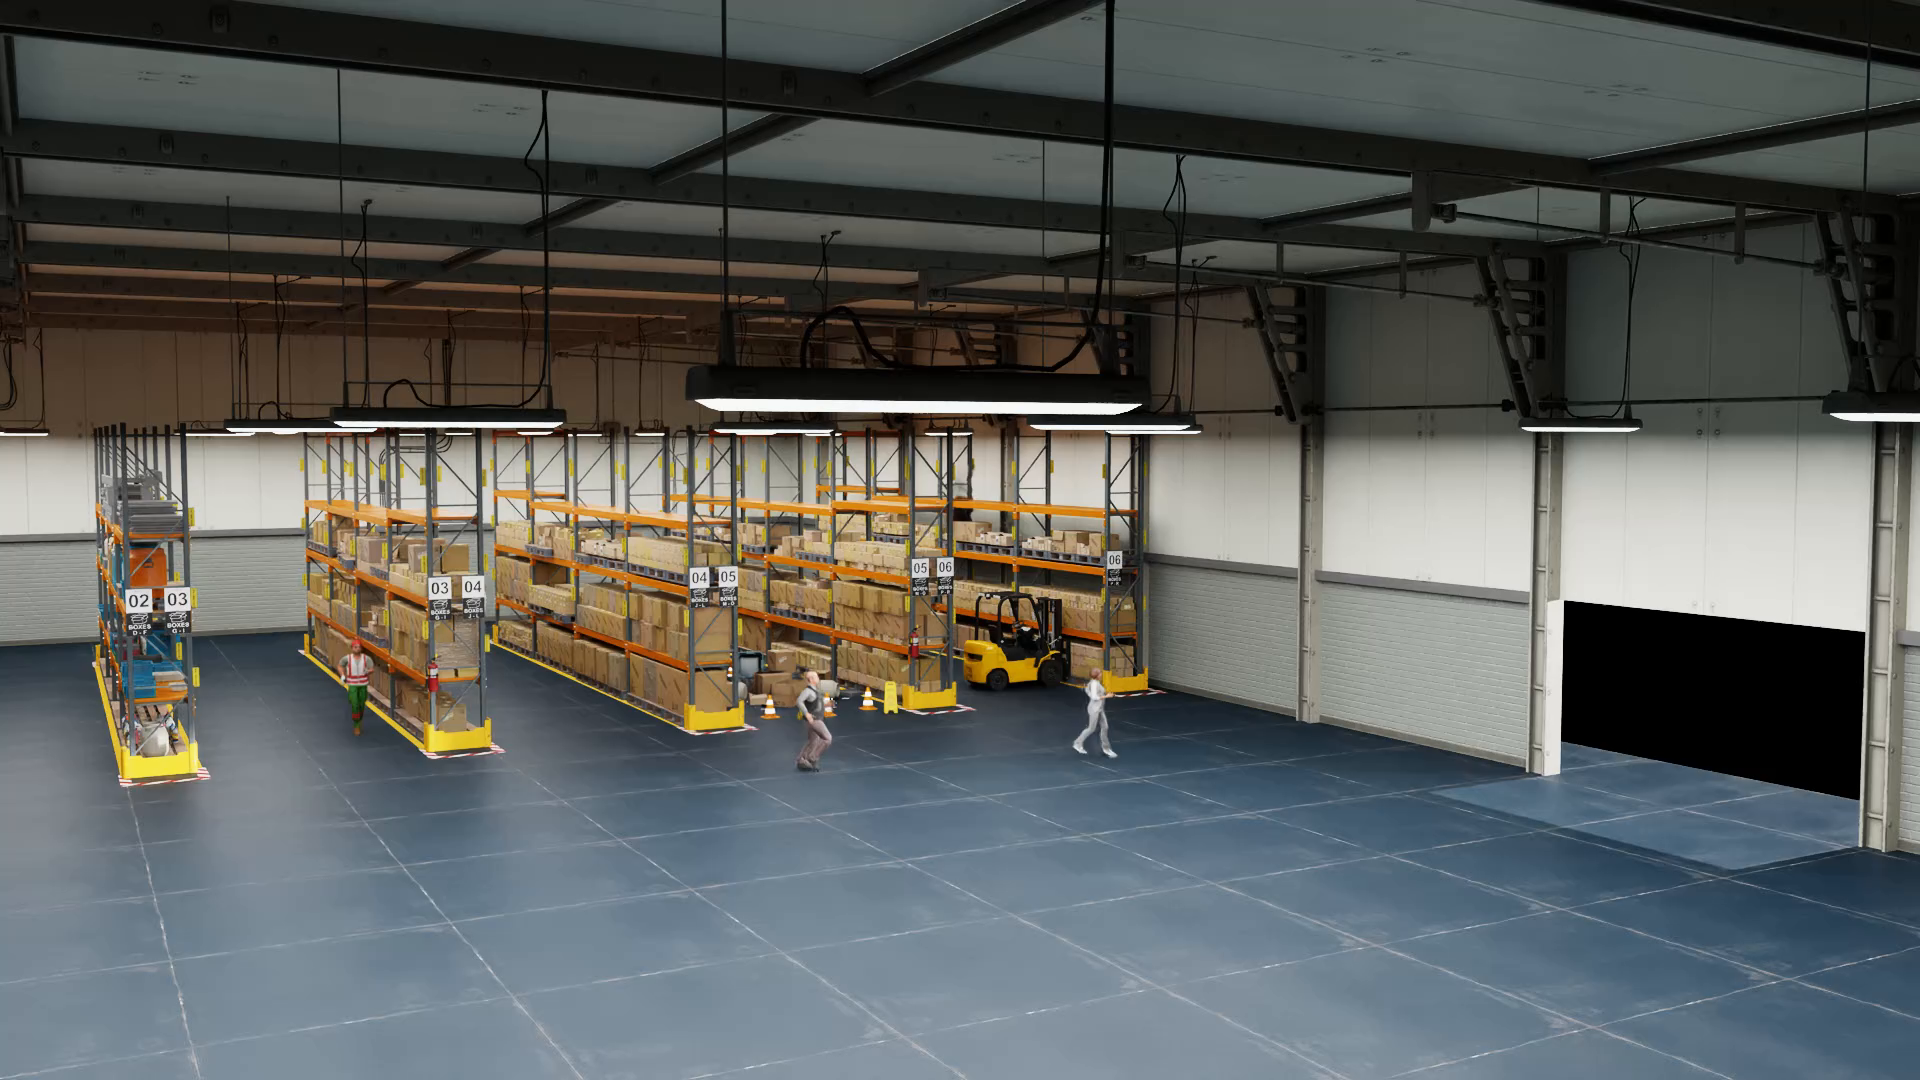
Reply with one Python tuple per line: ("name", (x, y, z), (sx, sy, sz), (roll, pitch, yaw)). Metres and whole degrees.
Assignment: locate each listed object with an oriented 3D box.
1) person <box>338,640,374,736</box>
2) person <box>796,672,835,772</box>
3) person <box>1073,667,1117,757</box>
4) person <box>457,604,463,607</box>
("person", (-11.749, 2.856, 32.427), (0.640, 1.823, 0.814), (-2, 4, -30))
("person", (-2.498, 3.127, 28.683), (0.693, 1.720, 0.629), (0, 3, 0))
("person", (2.427, 3.094, 29.898), (0.787, 1.620, 0.526), (1, 4, 17))
("person", (-14.262, 2.078, 47.232), (0.526, 1.604, 0.691), (-3, 5, -44))
